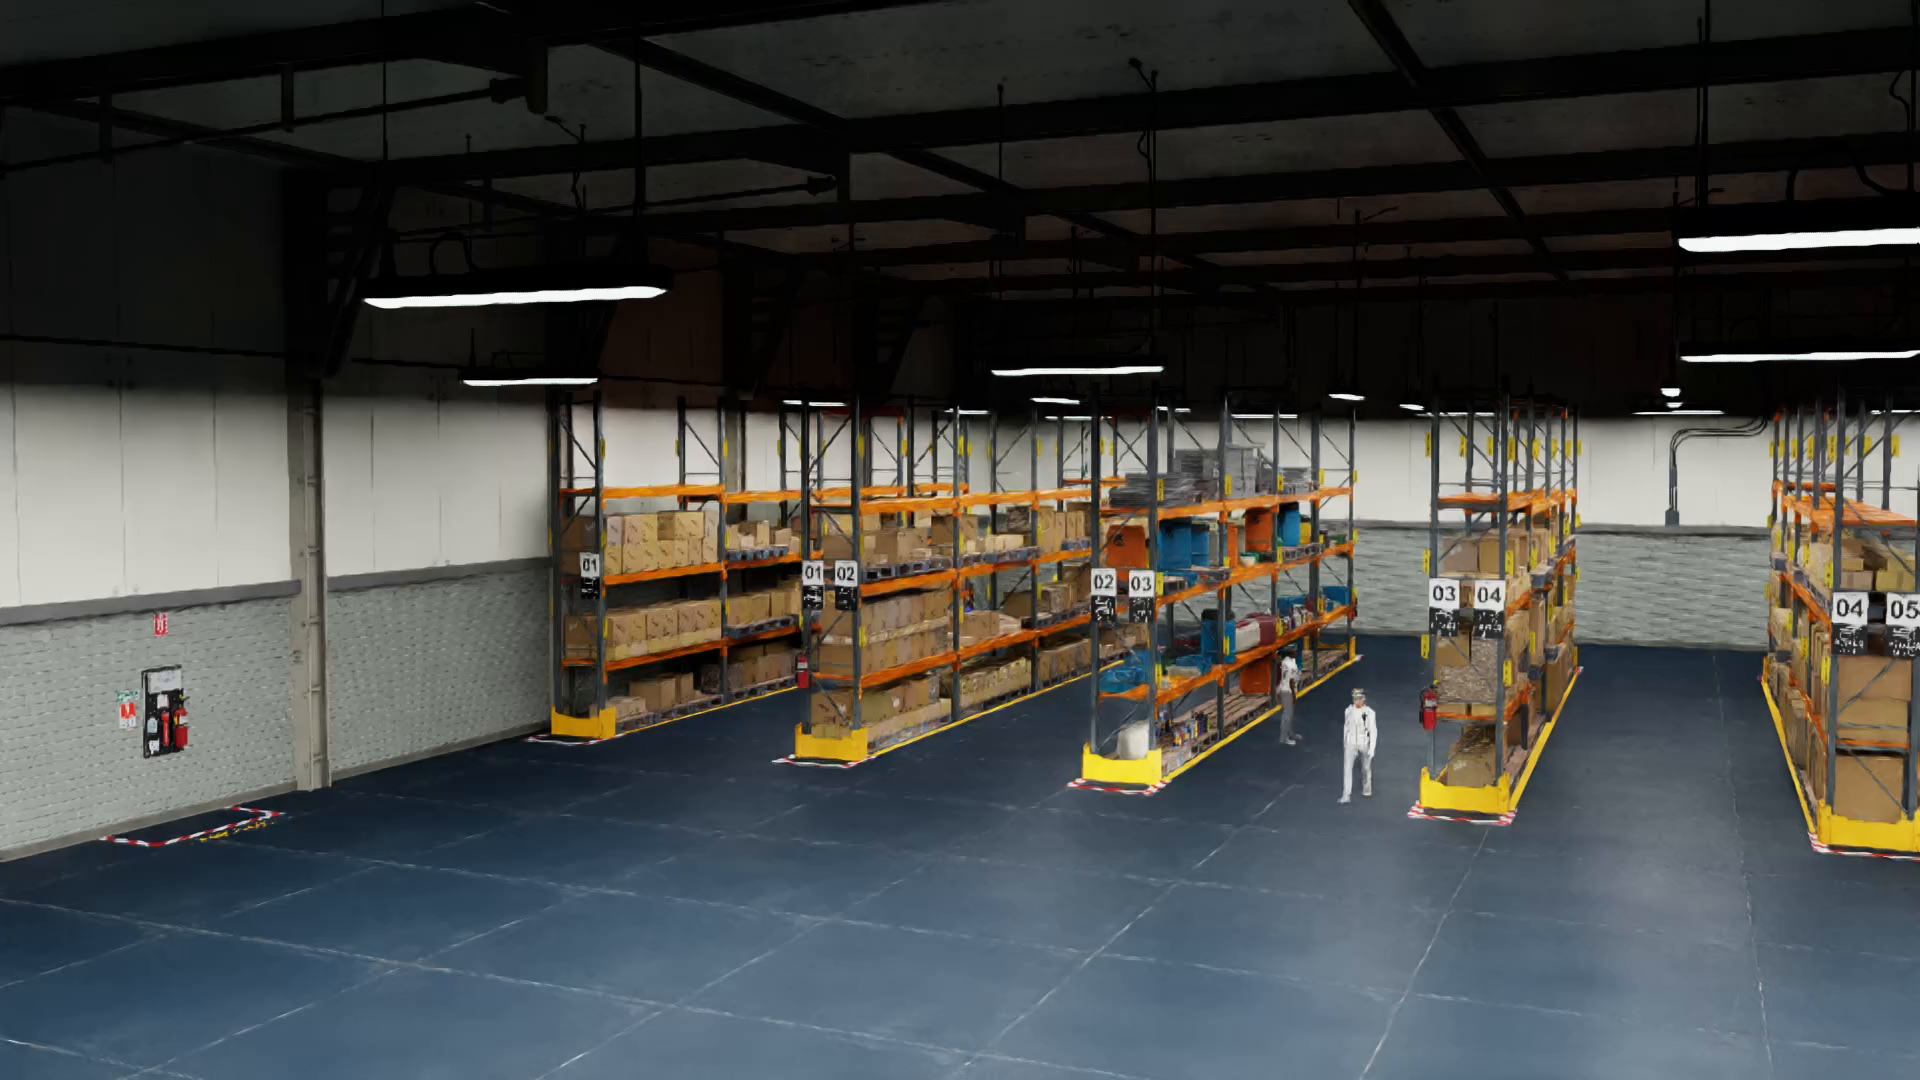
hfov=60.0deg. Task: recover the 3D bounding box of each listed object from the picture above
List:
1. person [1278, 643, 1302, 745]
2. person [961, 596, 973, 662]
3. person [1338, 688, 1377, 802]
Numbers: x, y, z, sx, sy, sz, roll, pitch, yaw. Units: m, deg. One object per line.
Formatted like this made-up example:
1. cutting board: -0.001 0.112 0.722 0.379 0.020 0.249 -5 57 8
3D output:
1. person: 5.623 2.592 28.202 0.440 1.683 0.551 0 3 -2
2. person: 0.190 2.095 37.670 0.422 1.656 0.501 0 3 -4
3. person: 5.662 2.882 23.574 0.489 1.582 1.074 1 3 22
